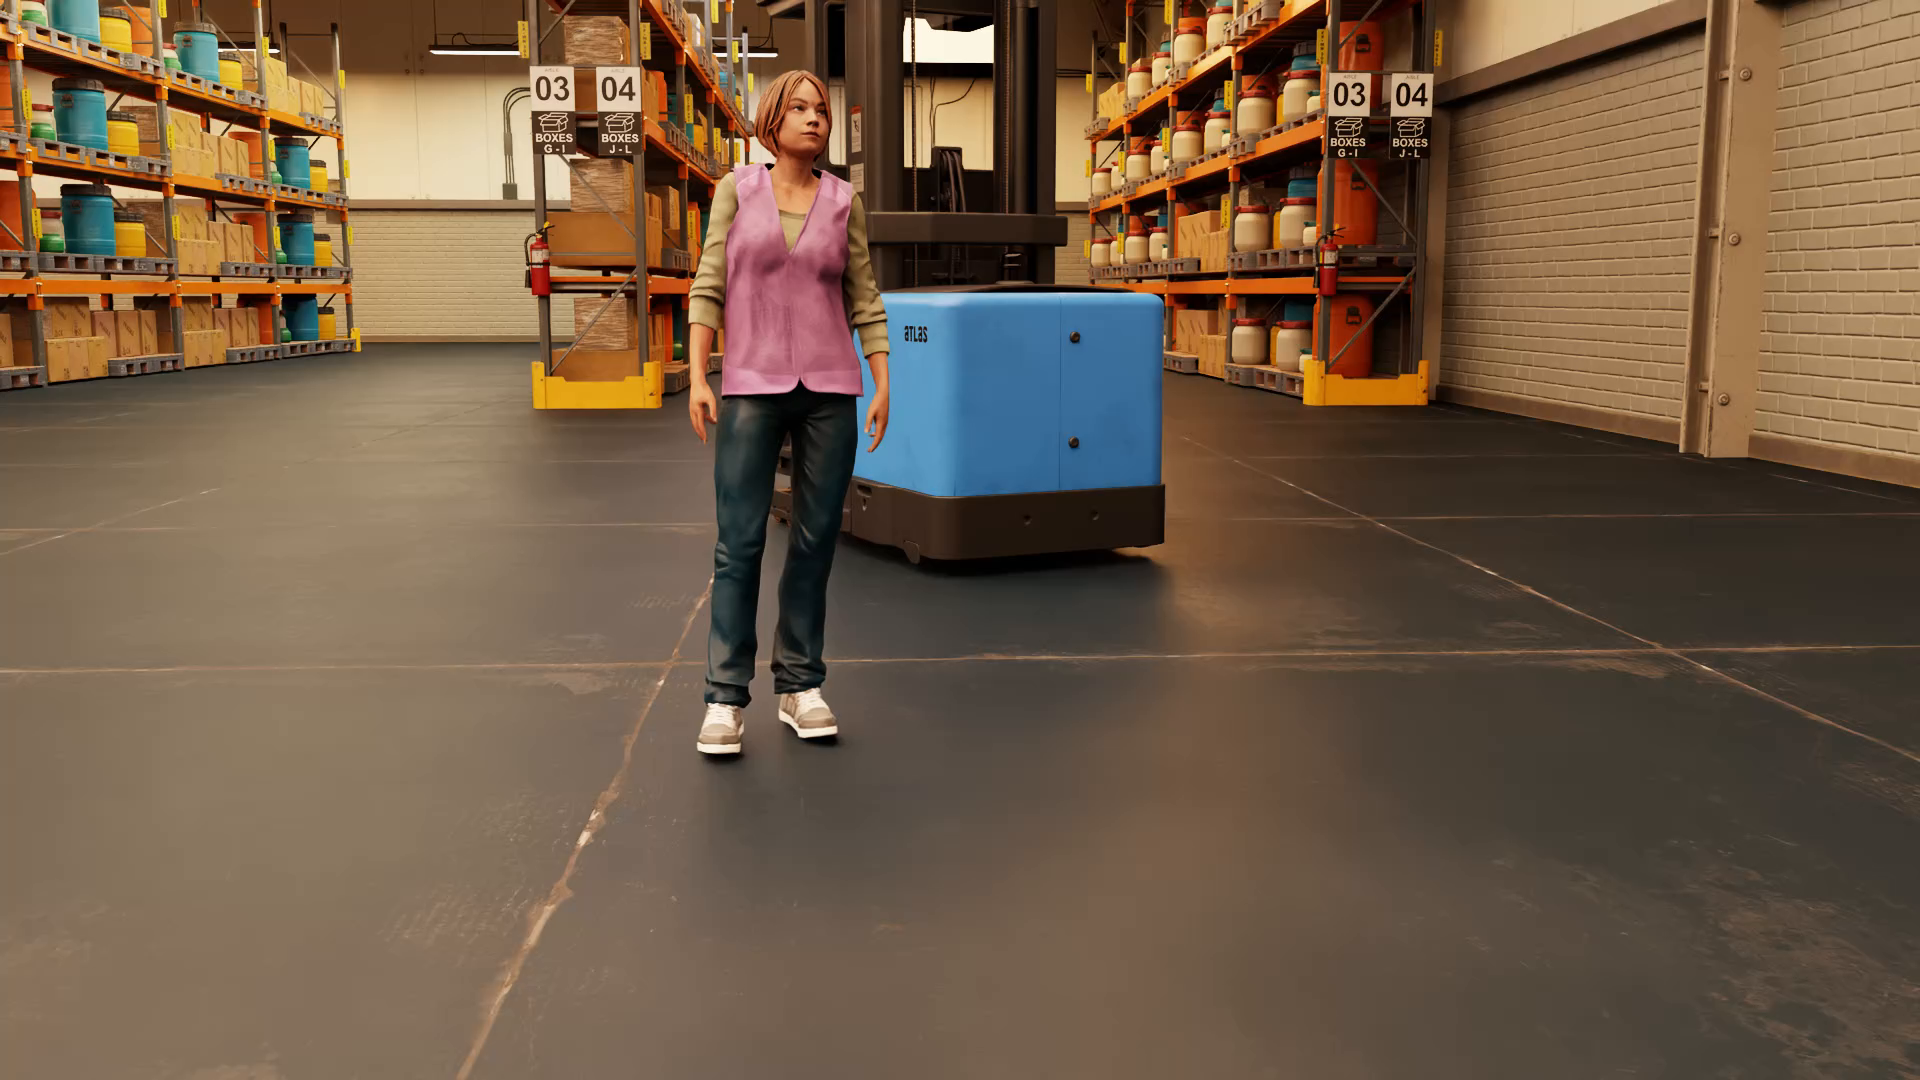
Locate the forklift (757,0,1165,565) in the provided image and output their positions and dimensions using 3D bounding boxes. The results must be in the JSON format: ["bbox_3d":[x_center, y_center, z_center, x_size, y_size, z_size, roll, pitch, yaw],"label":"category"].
[{"bbox_3d":[-0.264,-1.530,7.637,1.130,2.935,3.031,-4,9,-25],"label":"forklift"}]

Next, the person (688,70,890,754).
[{"bbox_3d":[-0.402,-0.319,3.980,0.518,1.598,0.473,-2,9,-15],"label":"person"}]
